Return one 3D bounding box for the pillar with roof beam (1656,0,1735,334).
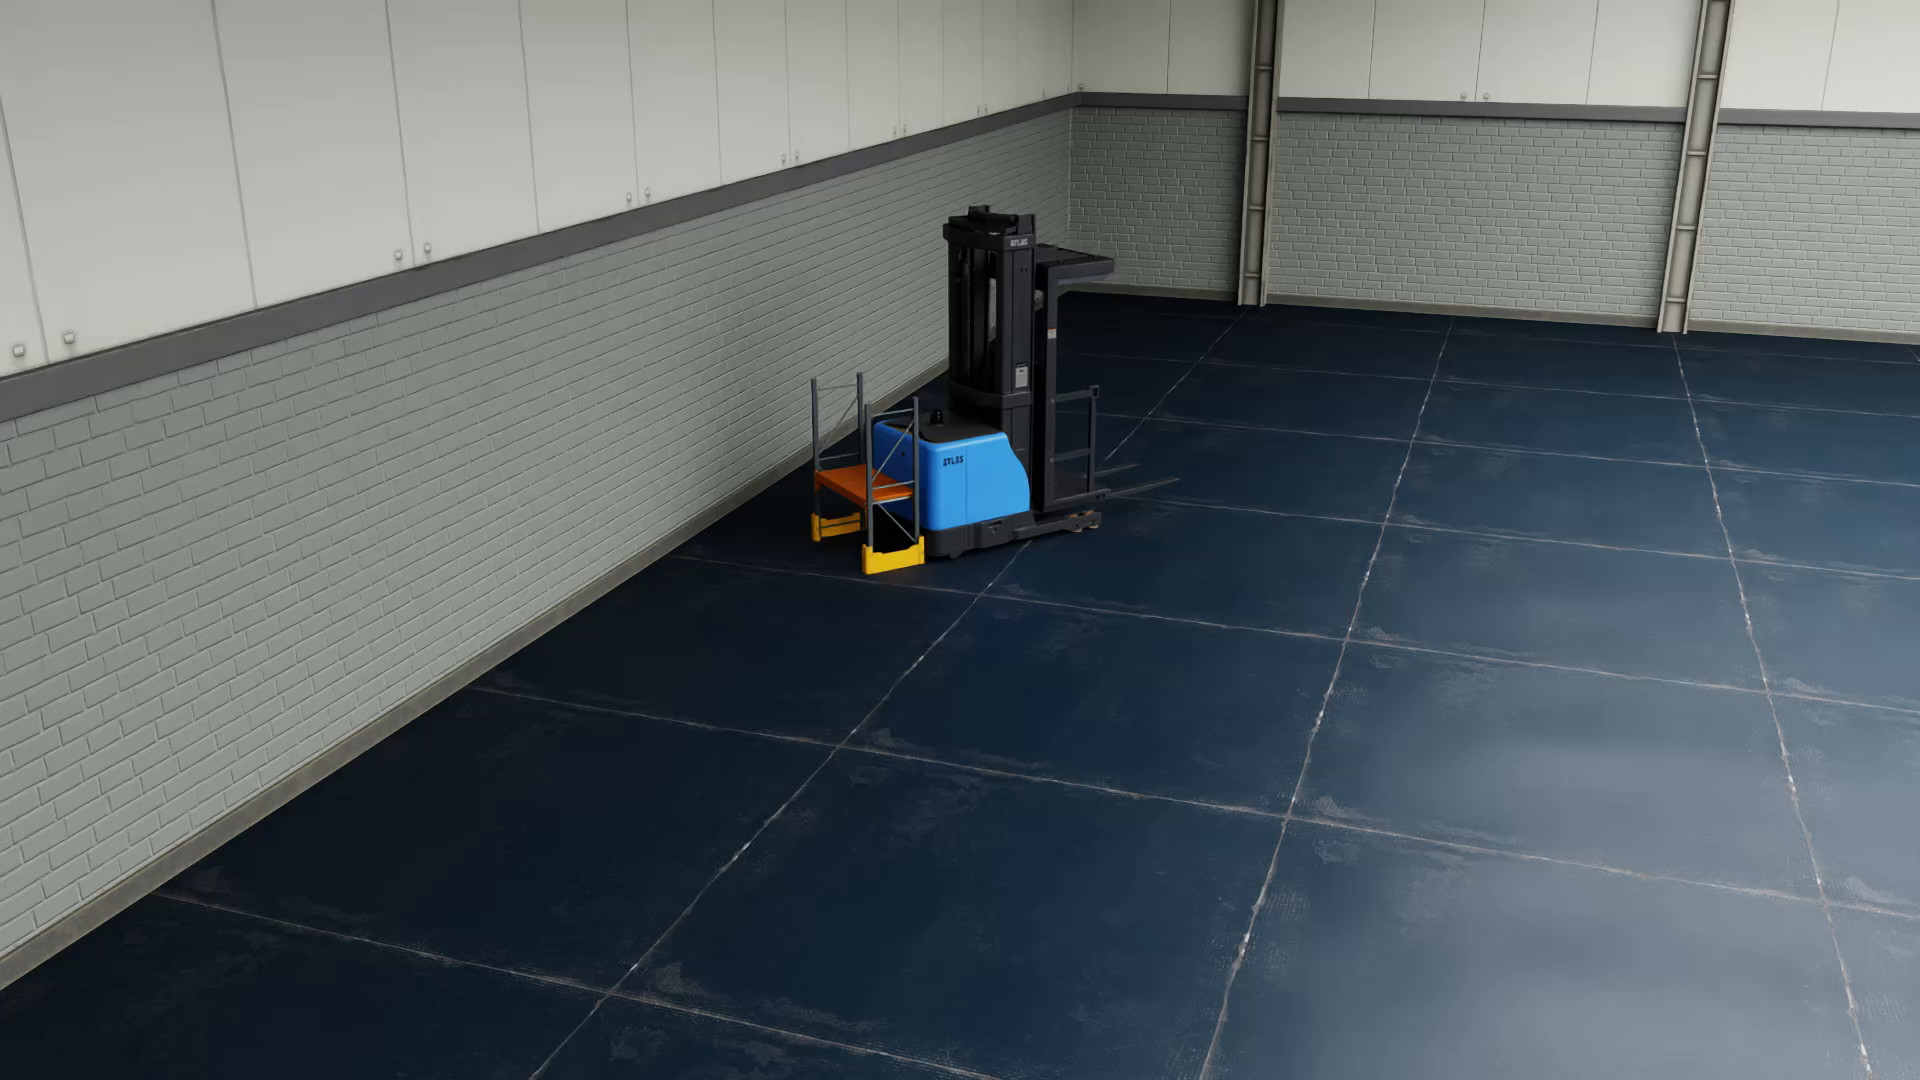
[{"bbox_3d":[8.755,-5.903,18.454,0.400,9.000,9.100,7,20,18],"label":"pillar with roof beam"}]

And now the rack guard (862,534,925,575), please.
[{"bbox_3d":[-0.577,0.122,14.459,0.587,0.250,0.087,-11,22,-29],"label":"rack guard"}]

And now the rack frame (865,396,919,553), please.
[{"bbox_3d":[-0.576,-0.467,14.253,0.500,1.500,0.032,-11,22,-29],"label":"rack frame"}]

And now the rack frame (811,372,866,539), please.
[{"bbox_3d":[-1.096,-0.755,15.077,0.500,1.500,0.032,-11,22,-29],"label":"rack frame"}]

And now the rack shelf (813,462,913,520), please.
[{"bbox_3d":[-0.836,-0.441,14.724,0.538,0.185,1.000,-11,22,-29],"label":"rack shelf"}]

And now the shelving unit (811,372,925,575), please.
[{"bbox_3d":[-0.832,-0.609,14.658,0.587,1.500,1.083,-11,22,-29],"label":"shelving unit"}]

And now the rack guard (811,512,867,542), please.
[{"bbox_3d":[-1.087,-0.159,15.267,0.587,0.250,0.087,-11,22,-29],"label":"rack guard"}]

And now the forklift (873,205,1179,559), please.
[{"bbox_3d":[0.709,-1.579,15.269,3.031,2.935,1.130,-13,23,-32],"label":"forklift"}]

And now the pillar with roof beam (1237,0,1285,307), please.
[{"bbox_3d":[3.087,-6.551,20.313,0.400,9.000,9.100,7,20,18],"label":"pillar with roof beam"}]
